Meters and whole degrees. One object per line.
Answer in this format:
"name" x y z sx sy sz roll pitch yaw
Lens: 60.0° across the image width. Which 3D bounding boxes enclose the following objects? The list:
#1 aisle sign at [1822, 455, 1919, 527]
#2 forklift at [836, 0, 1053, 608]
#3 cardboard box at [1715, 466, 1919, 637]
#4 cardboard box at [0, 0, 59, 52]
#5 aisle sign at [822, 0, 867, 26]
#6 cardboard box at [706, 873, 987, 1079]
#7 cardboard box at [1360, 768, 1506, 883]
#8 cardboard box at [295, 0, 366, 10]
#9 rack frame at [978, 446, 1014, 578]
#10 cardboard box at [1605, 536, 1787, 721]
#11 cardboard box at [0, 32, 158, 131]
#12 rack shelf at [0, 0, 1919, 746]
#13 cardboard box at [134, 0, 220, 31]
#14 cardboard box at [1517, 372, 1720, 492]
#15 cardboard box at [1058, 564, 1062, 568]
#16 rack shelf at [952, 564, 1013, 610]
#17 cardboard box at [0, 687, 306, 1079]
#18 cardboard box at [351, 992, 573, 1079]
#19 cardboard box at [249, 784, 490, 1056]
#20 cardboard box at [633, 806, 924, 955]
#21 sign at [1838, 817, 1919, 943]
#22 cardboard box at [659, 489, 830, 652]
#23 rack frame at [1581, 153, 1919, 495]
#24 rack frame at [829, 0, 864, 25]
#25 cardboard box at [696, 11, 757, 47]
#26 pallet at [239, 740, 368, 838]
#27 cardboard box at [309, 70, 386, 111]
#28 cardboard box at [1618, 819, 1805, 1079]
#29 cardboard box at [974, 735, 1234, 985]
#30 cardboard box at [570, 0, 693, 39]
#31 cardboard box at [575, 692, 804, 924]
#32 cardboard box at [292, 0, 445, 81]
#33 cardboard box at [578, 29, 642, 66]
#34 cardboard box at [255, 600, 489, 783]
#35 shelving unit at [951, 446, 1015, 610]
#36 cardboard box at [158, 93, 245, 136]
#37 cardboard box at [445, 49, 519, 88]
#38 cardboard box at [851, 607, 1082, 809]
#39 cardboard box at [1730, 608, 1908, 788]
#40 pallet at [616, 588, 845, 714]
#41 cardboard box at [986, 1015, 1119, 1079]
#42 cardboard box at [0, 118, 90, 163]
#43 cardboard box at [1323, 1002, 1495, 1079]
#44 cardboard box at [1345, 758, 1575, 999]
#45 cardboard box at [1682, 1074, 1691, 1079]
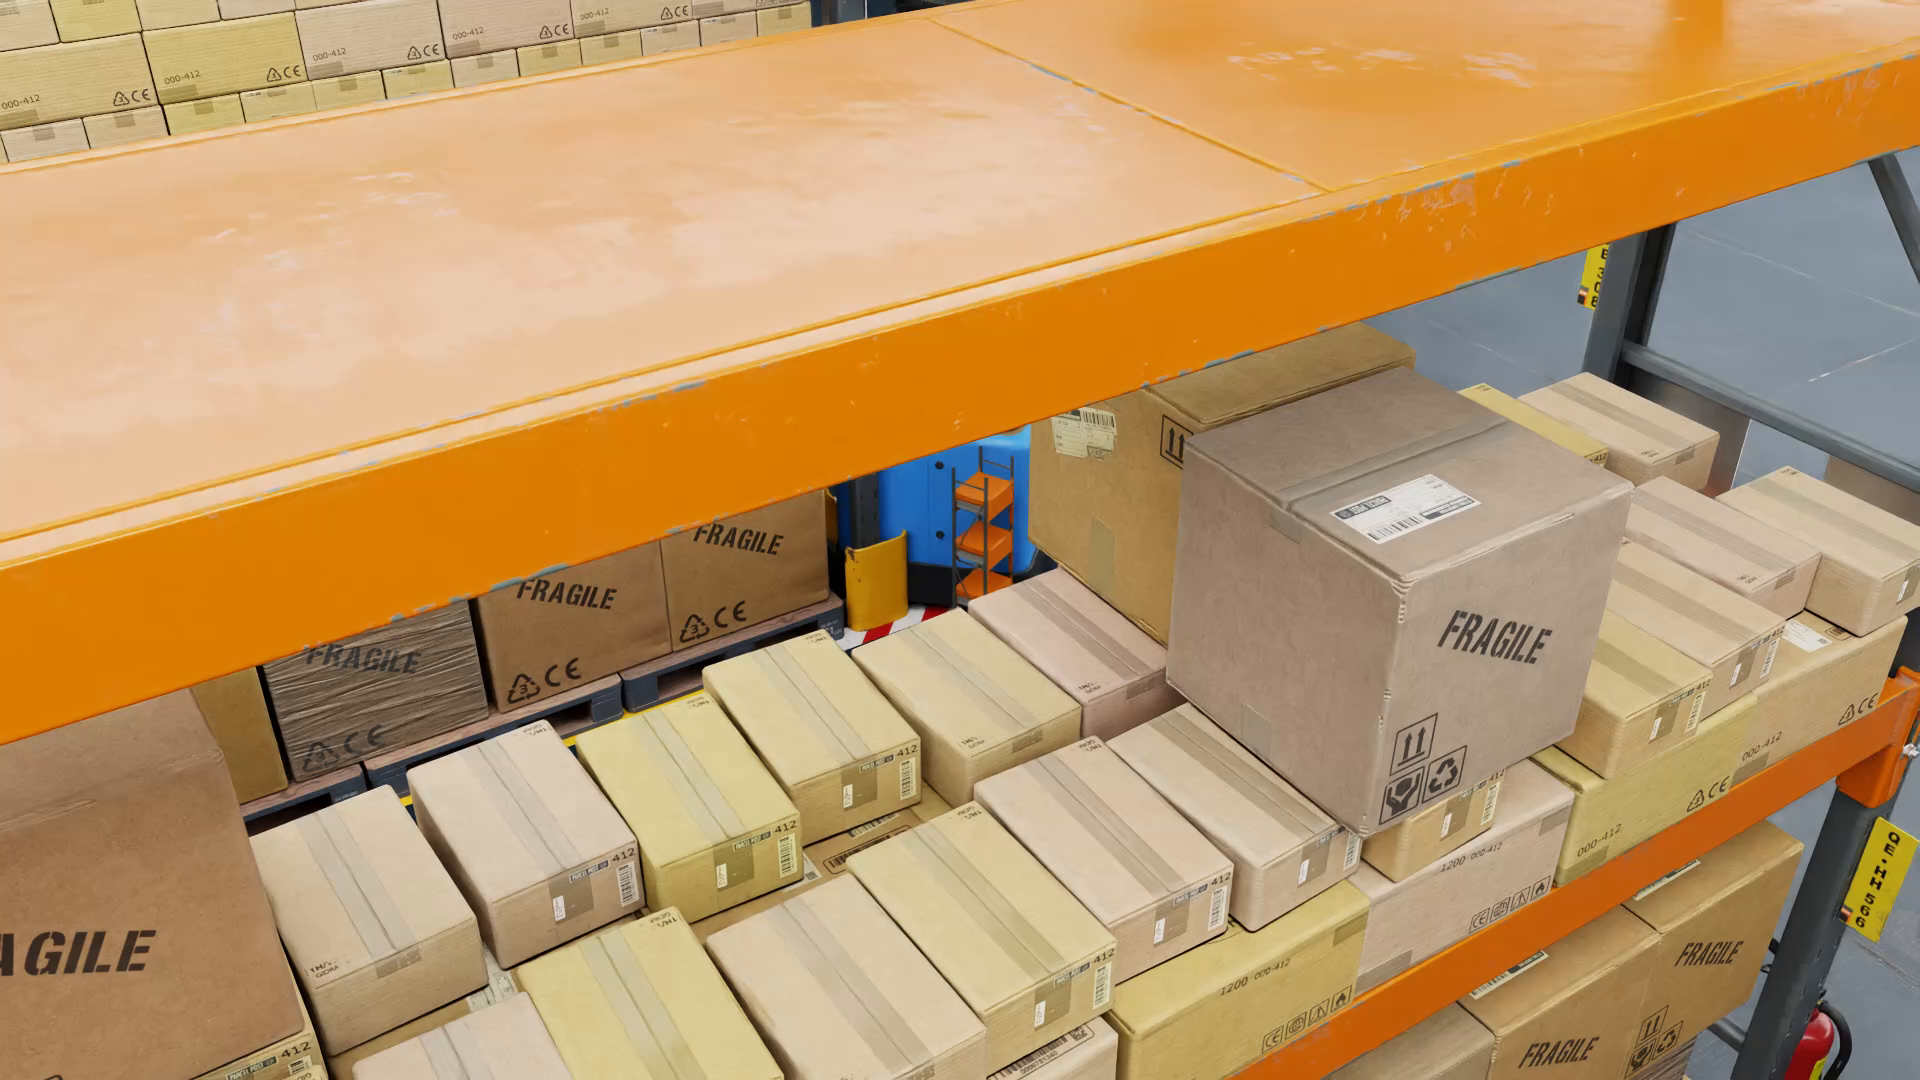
"aisle sign" 2.088 0.187 3.827 0.004 0.787 0.394 -19 37 -27
"forklift" 0.163 -1.637 9.219 1.130 2.935 3.031 7 33 10
"cardboard box" 1.809 0.016 3.490 0.250 0.149 0.380 -19 37 -27
"cardboard box" -3.175 -1.747 5.519 0.250 0.149 0.380 -19 37 -28
"aisle sign" -0.507 -2.069 7.403 0.004 0.787 0.394 -19 37 -27
"cardboard box" -0.168 0.692 2.418 0.250 0.149 0.380 -20 37 -28
"cardboard box" 0.711 0.389 2.899 0.250 0.149 0.380 -21 38 -30
"cardboard box" -2.323 -2.039 5.982 0.250 0.149 0.380 -19 37 -27
"rack frame" 0.179 0.012 8.367 0.200 1.050 0.008 19 37 27
"cardboard box" 1.356 0.167 3.251 0.250 0.149 0.380 -21 38 -29
"cardboard box" -3.105 -1.641 5.724 0.500 0.250 0.500 -19 37 -28
"rack shelf" 0.192 -0.484 2.381 4.000 0.370 1.077 -19 37 -27
"cardboard box" -2.745 -1.895 5.754 0.250 0.149 0.380 -19 37 -27
"cardboard box" 1.516 -0.228 3.877 0.250 0.149 0.380 -19 37 -28
"cardboard box" 0.405 0.133 3.305 0.250 0.149 0.380 -21 38 -29
"rack shelf" 0.114 0.312 8.434 0.215 0.259 0.240 19 37 27
"cardboard box" -1.249 0.434 2.220 0.500 0.500 0.500 -20 37 -29
"cardboard box" -0.622 0.820 2.216 0.250 0.149 0.380 -19 37 -27
"cardboard box" -0.934 0.581 2.594 0.250 0.149 0.380 -21 38 -30
"cardboard box" -0.377 0.576 2.976 0.500 0.250 0.500 -19 37 -28
"sign" 2.157 0.801 3.909 0.005 0.325 0.100 -19 37 -27
"cardboard box" -1.263 -0.137 8.375 0.875 0.875 0.875 -19 37 -27
"rack frame" 1.873 -1.367 3.105 0.127 3.000 1.000 -19 37 -27
"rack frame" -0.729 -3.621 6.677 0.127 3.000 1.000 -19 37 -27
"cardboard box" -1.037 -2.145 6.898 0.250 0.149 0.380 -19 37 -27
"pallet" -3.410 1.067 7.482 1.213 0.211 1.003 -19 37 -27
"cardboard box" -2.323 -1.702 6.195 0.250 0.149 0.380 -18 37 -27
"cardboard box" 1.545 0.849 3.905 0.500 0.500 0.500 -19 37 -27
"cardboard box" 0.225 0.513 2.702 0.250 0.149 0.380 -18 36 -26
"cardboard box" -1.410 -2.223 6.648 0.500 0.250 0.500 -19 37 -27
"cardboard box" -0.459 0.448 2.805 0.250 0.149 0.380 -18 36 -26
"cardboard box" -2.257 -1.933 6.188 0.500 0.250 0.500 -19 37 -27
"cardboard box" -1.466 -1.998 6.664 0.250 0.149 0.380 -19 37 -27
"cardboard box" -2.769 0.381 7.554 0.875 0.875 0.875 -19 37 -27
"shelving unit" 0.113 0.067 8.280 0.215 1.050 0.252 19 37 27
"cardboard box" -2.747 -1.557 5.966 0.250 0.149 0.380 -20 37 -28
"cardboard box" -1.893 -1.851 6.431 0.250 0.149 0.380 -19 37 -27
"cardboard box" 0.007 0.307 3.029 0.250 0.149 0.380 -20 38 -29
"cardboard box" 1.605 0.218 3.544 0.500 0.250 0.500 -18 36 -26
"pallet" -1.359 0.362 8.600 1.213 0.211 1.003 -19 37 -27
"cardboard box" -0.107 0.812 2.603 0.500 0.250 0.500 -21 38 -29
"cardboard box" -3.174 -1.410 5.731 0.250 0.149 0.380 -19 37 -27
"cardboard box" 0.706 1.139 3.444 0.500 0.500 0.500 -19 37 -27
"cardboard box" 0.752 0.508 3.084 0.500 0.250 0.500 -18 36 -26
"cardboard box" 1.745 1.451 4.495 0.250 0.149 0.380 -19 37 -27
